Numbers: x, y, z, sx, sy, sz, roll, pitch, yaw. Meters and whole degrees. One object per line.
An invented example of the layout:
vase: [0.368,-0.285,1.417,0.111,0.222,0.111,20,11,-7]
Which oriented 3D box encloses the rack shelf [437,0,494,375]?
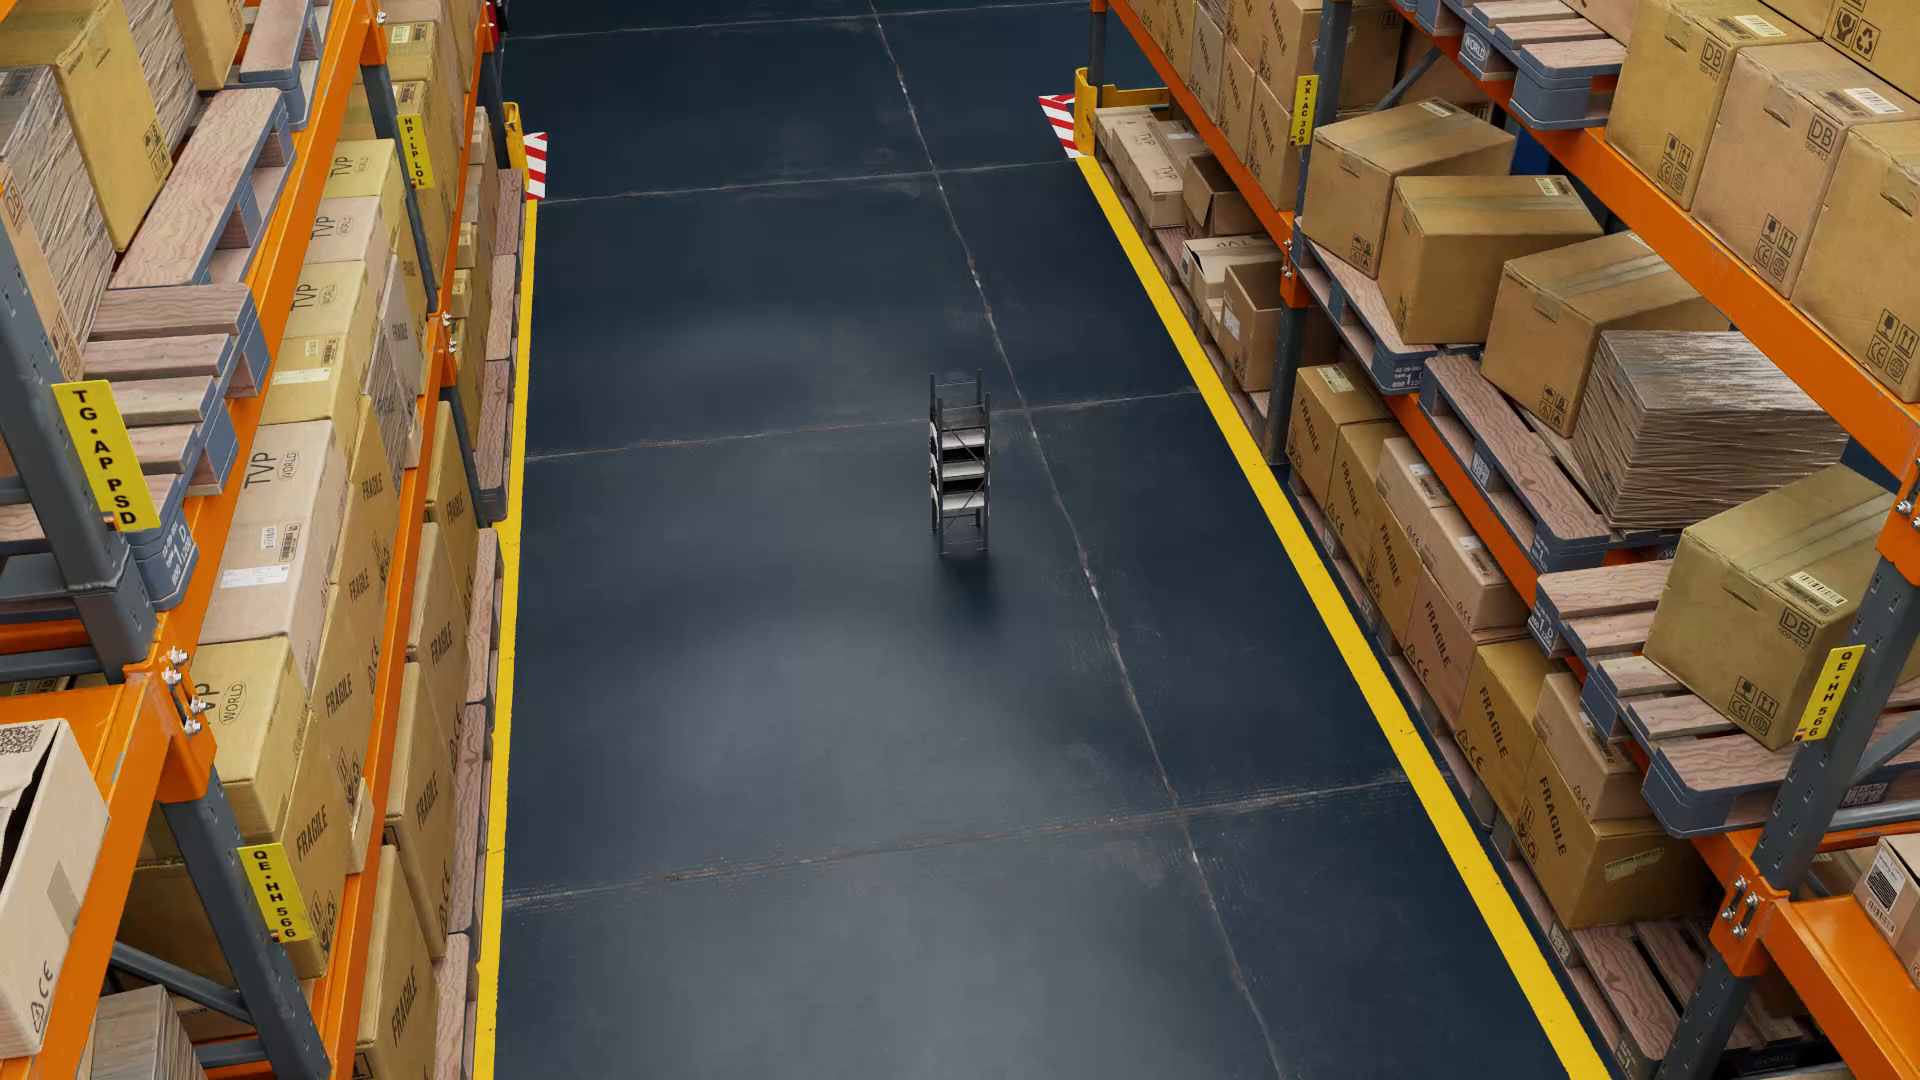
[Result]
rack shelf: [-3.142,-2.043,8.921,1.077,0.370,4.000,-6,38,-8]

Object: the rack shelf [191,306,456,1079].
rack shelf: [-2.441,0.373,5.811,1.077,0.370,4.000,-6,38,-8]

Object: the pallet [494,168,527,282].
pallet: [-3.275,-1.959,10.500,1.003,0.211,1.213,-6,38,-8]

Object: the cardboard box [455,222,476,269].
cardboard box: [-2.794,-1.558,8.877,0.380,0.149,0.250,-7,38,-9]

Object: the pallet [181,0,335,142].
pallet: [-2.582,-1.679,5.577,0.805,0.209,1.217,-8,39,-10]

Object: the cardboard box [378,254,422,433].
cardboard box: [-2.363,-0.725,6.298,0.500,0.500,0.500,-6,38,-8]

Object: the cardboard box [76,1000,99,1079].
cardboard box: [-2.000,1.033,3.406,0.380,0.149,0.250,-11,39,-14]

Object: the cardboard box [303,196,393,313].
cardboard box: [-2.377,-1.015,6.060,0.500,0.250,0.500,-5,38,-7]

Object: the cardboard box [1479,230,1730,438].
cardboard box: [2.456,-0.799,6.309,0.700,0.500,0.500,-16,41,-19]

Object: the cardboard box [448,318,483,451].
cardboard box: [-2.821,-0.760,8.379,0.700,0.500,0.500,-6,38,-7]

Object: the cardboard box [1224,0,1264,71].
cardboard box: [1.649,-2.675,8.251,0.500,0.500,0.500,-7,38,-9]

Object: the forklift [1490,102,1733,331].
forklift: [4.266,-2.910,9.507,1.130,2.935,3.031,-9,39,-11]

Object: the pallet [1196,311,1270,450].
pallet: [1.966,-0.967,9.223,1.003,0.211,1.213,-6,38,-8]

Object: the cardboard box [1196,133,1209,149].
cardboard box: [1.704,-2.568,10.962,0.380,0.166,0.250,-6,38,-8]

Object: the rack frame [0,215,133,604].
rack frame: [-2.090,-1.072,2.195,1.000,3.000,0.127,-6,38,-8]

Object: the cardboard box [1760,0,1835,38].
cardboard box: [2.537,-1.737,4.599,0.500,0.500,0.500,-6,38,-8]

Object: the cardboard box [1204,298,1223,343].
cardboard box: [1.581,-1.235,9.260,0.380,0.149,0.250,-6,38,-8]

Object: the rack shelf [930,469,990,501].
rack shelf: [-0.001,-0.263,7.956,0.258,0.077,0.200,-6,38,-8]

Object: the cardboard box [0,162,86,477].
cardboard box: [-2.230,-0.382,3.311,0.700,0.500,0.500,-9,39,-12]

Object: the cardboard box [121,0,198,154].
cardboard box: [-2.559,-1.334,4.538,0.700,0.500,0.500,-6,38,-8]

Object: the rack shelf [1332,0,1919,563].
rack shelf: [2.436,-1.346,5.579,1.077,0.370,4.000,-6,38,-8]

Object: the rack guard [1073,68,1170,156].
rack guard: [1.397,-3.037,11.651,1.175,0.500,0.348,-6,38,-8]

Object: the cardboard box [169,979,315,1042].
cardboard box: [-1.920,1.165,4.394,0.380,0.149,0.250,-7,38,-9]

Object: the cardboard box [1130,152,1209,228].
cardboard box: [1.375,-2.195,10.413,0.500,0.250,0.500,-6,38,-8]

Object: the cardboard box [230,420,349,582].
cardboard box: [-2.102,-0.092,4.872,0.500,0.250,0.500,-6,38,-8]

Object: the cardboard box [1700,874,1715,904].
cardboard box: [2.890,0.954,6.155,0.500,0.500,0.500,-8,38,-10]

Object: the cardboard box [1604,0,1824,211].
cardboard box: [2.496,-1.344,4.908,0.910,0.500,0.500,-6,38,-8]

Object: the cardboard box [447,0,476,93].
cardboard box: [-3.255,-2.908,9.204,0.980,0.700,0.700,-7,38,-8]

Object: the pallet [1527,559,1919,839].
pallet: [2.598,0.436,5.300,1.213,0.211,1.003,-6,38,-8]

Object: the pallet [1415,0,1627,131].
pallet: [2.315,-1.737,5.648,1.213,0.211,1.003,-6,38,-8]

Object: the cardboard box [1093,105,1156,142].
cardboard box: [1.119,-2.828,11.310,0.380,0.149,0.250,-6,38,-8]

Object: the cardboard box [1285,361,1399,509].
cardboard box: [1.930,-0.522,8.056,0.500,0.500,0.500,-8,39,-10]

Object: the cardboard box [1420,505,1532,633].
cardboard box: [2.194,0.089,6.658,0.500,0.250,0.500,-7,38,-9]

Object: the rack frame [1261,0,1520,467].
rack frame: [2.085,-1.654,7.834,1.000,3.000,0.127,-6,38,-8]

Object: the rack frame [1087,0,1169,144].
rack frame: [1.384,-4.070,10.944,1.000,3.000,0.127,-6,38,-8]

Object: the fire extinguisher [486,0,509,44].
fire extinguisher: [-3.065,-3.498,10.574,0.296,0.674,0.183,-6,38,-8]

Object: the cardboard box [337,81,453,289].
cardboard box: [-2.870,-1.567,7.477,0.980,0.700,0.700,-6,38,-7]

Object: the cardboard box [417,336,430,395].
cardboard box: [-2.386,-0.704,6.799,0.380,0.149,0.250,-6,38,-7]

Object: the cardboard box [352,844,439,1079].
cardboard box: [-2.090,1.522,5.156,0.750,0.750,0.750,-7,38,-9]

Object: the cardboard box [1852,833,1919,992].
cardboard box: [2.807,1.022,4.462,0.500,0.311,0.500,-4,38,-5]

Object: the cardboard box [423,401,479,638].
cardboard box: [-2.549,-0.057,7.188,0.750,0.750,0.750,-6,38,-7]

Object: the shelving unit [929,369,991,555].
shelving unit: [-0.001,-0.360,7.880,0.258,0.900,0.210,-6,38,-8]

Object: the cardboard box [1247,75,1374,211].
cardboard box: [1.745,-1.968,8.156,0.500,0.500,0.500,-6,38,-7]

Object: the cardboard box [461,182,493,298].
cardboard box: [-3.095,-1.695,9.583,0.700,0.500,0.500,-7,38,-9]

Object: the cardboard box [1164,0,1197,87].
cardboard box: [1.469,-2.896,9.352,0.500,0.500,0.500,-6,38,-7]

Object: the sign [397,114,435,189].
sign: [-2.259,-1.609,6.897,0.100,0.325,0.005,-6,38,-8]

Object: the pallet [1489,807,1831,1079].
pallet: [2.693,1.408,6.165,1.003,0.211,1.213,-6,38,-8]

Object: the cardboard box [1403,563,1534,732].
cardboard box: [2.203,0.407,6.860,0.500,0.500,0.500,-8,38,-10]

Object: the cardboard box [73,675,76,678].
cardboard box: [-2.512,0.277,4.397,0.500,0.250,0.500,-7,38,-9]

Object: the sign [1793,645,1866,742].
sign: [2.254,0.400,4.310,0.100,0.325,0.005,-6,38,-8]

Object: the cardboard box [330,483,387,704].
cardboard box: [-2.092,0.194,5.115,0.500,0.500,0.500,-6,38,-8]

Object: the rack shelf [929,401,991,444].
rack shelf: [-0.001,-0.547,7.735,0.258,0.077,0.200,-6,38,-8]
